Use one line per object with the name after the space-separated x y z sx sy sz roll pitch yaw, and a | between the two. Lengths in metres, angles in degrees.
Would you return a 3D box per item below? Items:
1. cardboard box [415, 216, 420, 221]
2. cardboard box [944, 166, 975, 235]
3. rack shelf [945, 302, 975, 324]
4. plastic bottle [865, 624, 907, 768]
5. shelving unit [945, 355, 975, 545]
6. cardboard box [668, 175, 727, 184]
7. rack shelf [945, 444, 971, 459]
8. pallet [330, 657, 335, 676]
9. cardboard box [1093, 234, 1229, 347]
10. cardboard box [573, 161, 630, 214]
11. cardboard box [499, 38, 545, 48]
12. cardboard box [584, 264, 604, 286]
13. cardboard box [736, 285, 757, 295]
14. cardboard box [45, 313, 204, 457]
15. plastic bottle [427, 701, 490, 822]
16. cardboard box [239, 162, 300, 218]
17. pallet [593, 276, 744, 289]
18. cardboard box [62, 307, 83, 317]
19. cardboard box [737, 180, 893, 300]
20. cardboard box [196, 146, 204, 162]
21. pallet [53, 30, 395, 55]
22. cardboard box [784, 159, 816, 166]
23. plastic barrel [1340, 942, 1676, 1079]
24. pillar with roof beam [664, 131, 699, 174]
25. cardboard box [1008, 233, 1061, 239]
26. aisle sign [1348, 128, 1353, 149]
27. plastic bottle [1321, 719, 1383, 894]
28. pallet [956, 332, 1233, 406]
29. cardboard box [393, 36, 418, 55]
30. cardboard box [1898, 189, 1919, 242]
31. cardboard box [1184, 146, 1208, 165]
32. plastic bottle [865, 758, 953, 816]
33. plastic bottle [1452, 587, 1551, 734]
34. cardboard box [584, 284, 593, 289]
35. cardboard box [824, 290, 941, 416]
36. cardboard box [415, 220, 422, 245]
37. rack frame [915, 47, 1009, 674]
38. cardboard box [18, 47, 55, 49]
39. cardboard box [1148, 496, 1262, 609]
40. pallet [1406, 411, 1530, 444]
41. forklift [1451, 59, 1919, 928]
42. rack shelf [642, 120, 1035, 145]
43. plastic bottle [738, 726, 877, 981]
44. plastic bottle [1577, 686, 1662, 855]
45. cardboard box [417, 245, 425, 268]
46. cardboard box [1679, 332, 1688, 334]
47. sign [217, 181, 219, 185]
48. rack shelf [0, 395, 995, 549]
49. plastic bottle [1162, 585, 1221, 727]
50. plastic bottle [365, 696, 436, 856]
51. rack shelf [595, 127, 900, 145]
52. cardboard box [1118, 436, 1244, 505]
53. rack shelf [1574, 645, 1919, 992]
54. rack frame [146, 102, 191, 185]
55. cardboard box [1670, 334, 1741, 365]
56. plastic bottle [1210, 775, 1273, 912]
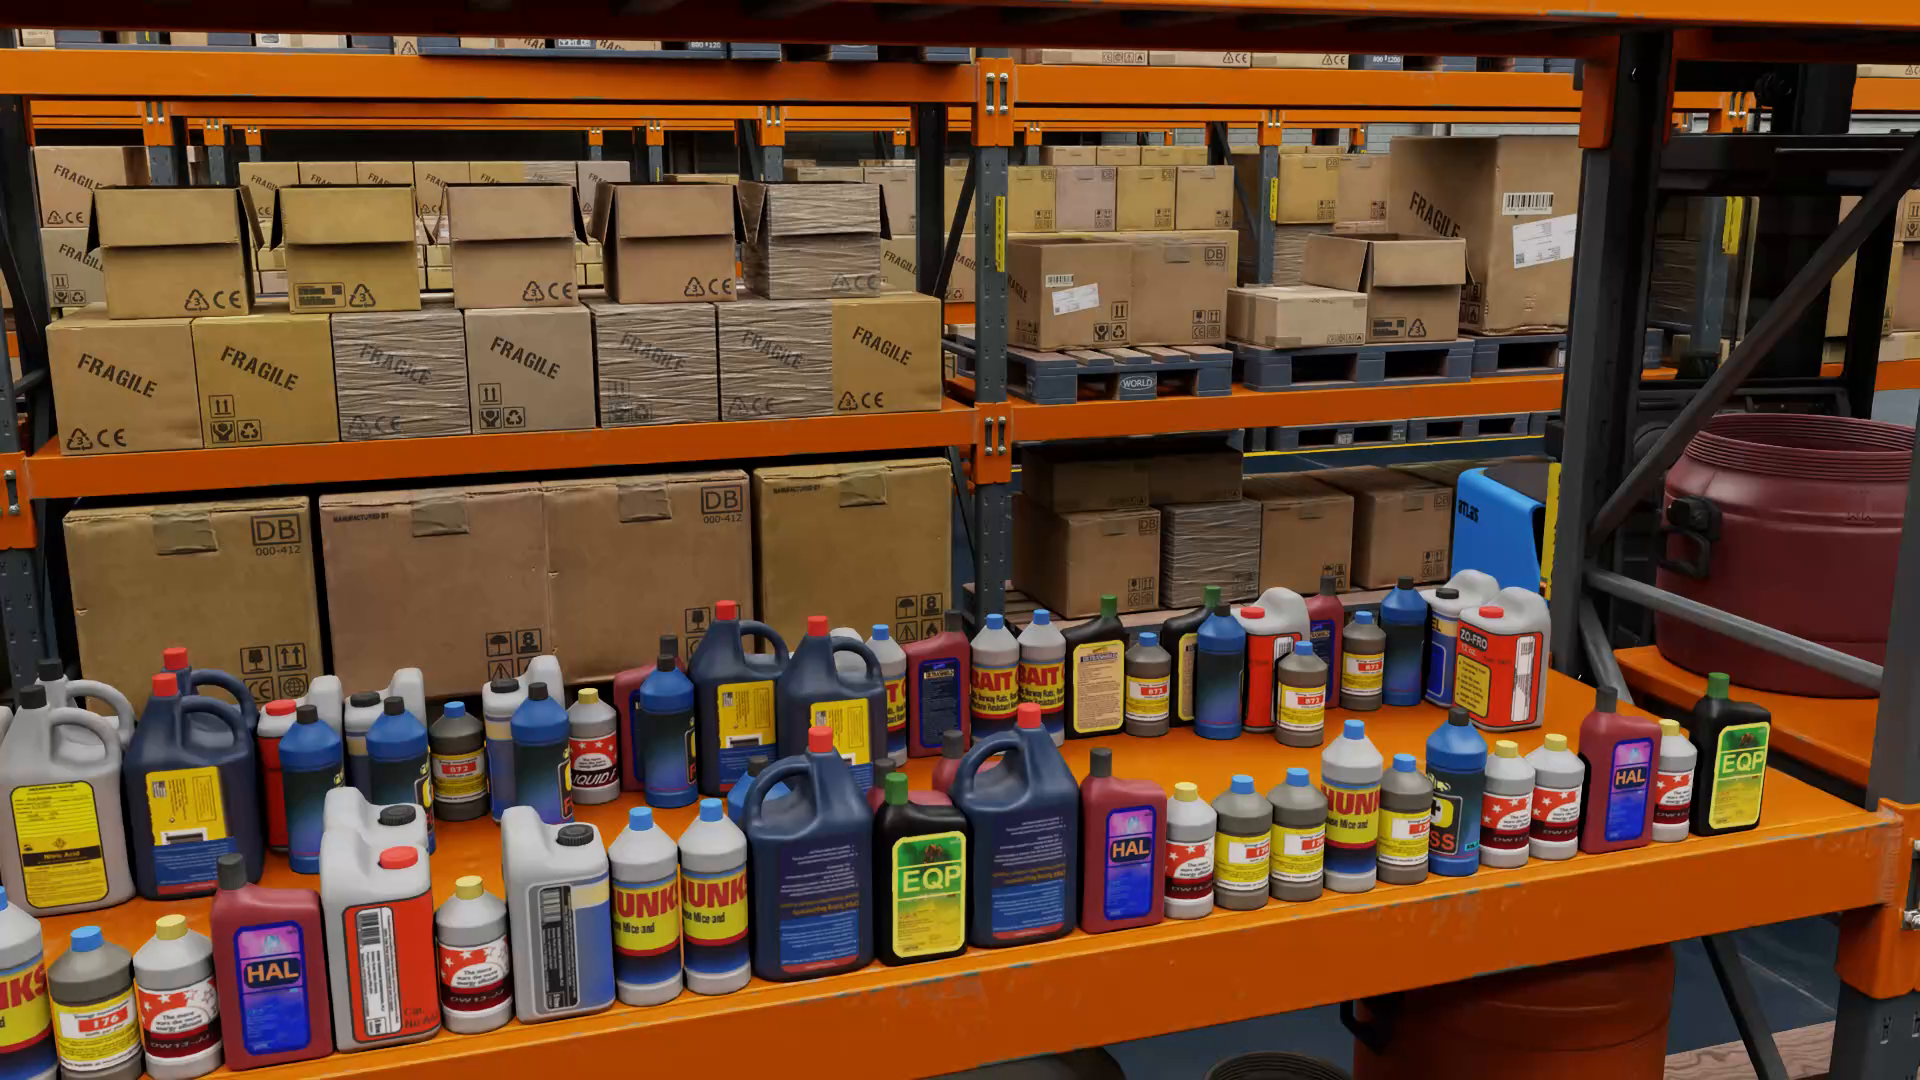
-3.981 -2.221 11.846 0.250 0.149 0.380 -5 14 -20 | cardboard box
-0.097 -2.638 12.876 0.500 0.500 0.700 -5 14 -19 | cardboard box
0.405 -1.794 13.258 4.000 0.370 1.077 -4 14 -18 | rack shelf
-0.151 0.297 3.192 0.097 0.271 0.097 0 13 0 | plastic bottle
0.014 -0.585 10.508 0.189 1.200 0.258 -4 14 -18 | shelving unit
-2.665 -3.455 16.918 0.500 0.500 0.500 -5 14 -20 | cardboard box
0.014 -0.542 10.519 0.180 0.103 0.258 -4 14 -18 | rack shelf
-3.088 0.677 7.340 1.213 0.211 1.003 -4 14 -18 | pallet
0.992 -1.266 8.359 0.500 0.500 0.700 -2 14 -10 | cardboard box
-3.572 -3.514 16.558 0.500 0.500 0.500 -5 14 -20 | cardboard box
-2.896 -3.331 11.465 0.500 0.500 0.500 -4 14 -18 | cardboard box
-2.528 -1.887 11.728 0.250 0.149 0.380 -5 14 -19 | cardboard box
-1.040 -0.935 7.876 0.500 0.500 0.500 -5 14 -20 | cardboard box
-3.280 -0.634 6.609 0.500 0.500 0.500 -4 14 -18 | cardboard box
-0.892 0.388 2.957 0.097 0.201 0.097 0 13 0 | plastic bottle
-6.447 -3.284 15.590 0.500 0.500 0.500 -4 14 -17 | cardboard box
-2.132 -1.827 12.257 1.003 0.211 1.213 -4 14 -18 | pallet
-5.687 -1.464 10.857 0.250 0.149 0.380 -5 14 -20 | cardboard box
-0.702 -1.387 7.610 0.637 0.503 0.797 -4 14 -16 | cardboard box
-7.338 -3.664 15.785 0.250 0.149 0.380 -5 14 -19 | cardboard box
-2.942 -2.051 6.713 1.217 0.209 0.805 -5 14 -20 | pallet
-1.704 -3.970 17.685 0.250 0.149 0.380 -5 14 -21 | cardboard box
1.117 1.076 3.417 0.708 0.830 0.600 -4 14 -18 | plastic barrel
-2.430 -6.431 18.234 0.400 9.000 9.100 -4 14 -18 | pillar with roof beam
0.453 -2.131 12.902 0.500 0.500 0.500 -5 14 -19 | cardboard box
4.569 -4.871 19.020 0.004 0.787 0.394 -4 14 -18 | aisle sign
0.625 0.421 2.667 0.097 0.271 0.097 0 13 0 | plastic bottle
0.637 -0.884 8.291 1.003 0.211 1.213 -4 14 -18 | pallet
-3.776 -3.500 11.263 0.637 0.503 0.797 -5 14 -19 | cardboard box
5.242 -1.928 9.245 0.500 0.500 0.500 -4 14 -18 | cardboard box
2.553 -4.157 18.618 0.500 0.500 0.700 -5 14 -18 | cardboard box
-0.076 0.460 2.480 0.133 0.283 0.061 -4 14 -18 | plastic bottle
1.111 0.240 3.420 0.135 0.276 0.152 -4 14 -18 | plastic bottle
-3.846 -2.213 17.146 0.875 0.875 0.875 -5 14 -19 | cardboard box
-0.393 -0.859 7.556 0.500 0.500 0.500 -4 14 -16 | cardboard box
-3.776 -2.078 11.247 0.250 0.149 0.380 -5 14 -19 | cardboard box
-0.004 -0.901 7.949 0.127 3.000 1.000 -4 14 -18 | rack frame
-5.661 -2.992 10.582 0.500 0.250 0.500 -4 14 -17 | cardboard box
1.146 0.003 8.598 0.500 0.500 0.700 -6 15 -23 | cardboard box
4.205 -1.065 14.664 1.213 0.211 1.003 -4 14 -18 | pallet
2.843 -0.376 5.888 1.130 2.935 3.031 -1 13 -6 | forklift
-1.269 -4.332 17.443 4.000 0.370 1.077 -4 14 -18 | rack shelf
-0.221 0.443 2.405 0.185 0.351 0.144 -4 14 -18 | plastic bottle
1.109 0.382 2.805 0.133 0.283 0.061 -4 14 -18 | plastic bottle
-3.771 -1.935 11.287 0.250 0.149 0.380 -4 14 -16 | cardboard box
4.137 -1.171 9.626 0.250 0.149 0.380 -4 14 -18 | cardboard box
-6.778 -3.117 15.225 0.005 0.325 0.100 -4 14 -18 | sign
-1.900 -0.404 7.412 4.000 0.370 1.077 -4 14 -18 | rack shelf
0.482 0.237 3.417 0.133 0.283 0.061 -4 14 -18 | plastic bottle
-0.936 0.395 2.779 0.097 0.271 0.097 0 13 0 | plastic bottle
-2.856 -5.420 22.019 4.000 0.370 1.077 -4 14 -18 | rack shelf
1.121 -0.361 8.510 0.500 0.250 0.500 -3 14 -12 | cardboard box
3.471 0.388 4.086 4.000 0.370 1.077 -4 14 -18 | rack shelf
-5.281 -1.701 11.313 0.127 3.000 1.000 -4 14 -18 | rack frame
4.087 -1.024 9.009 0.250 0.149 0.380 -4 14 -18 | cardboard box
0.441 0.470 2.615 0.097 0.201 0.097 0 13 0 | plastic bottle
